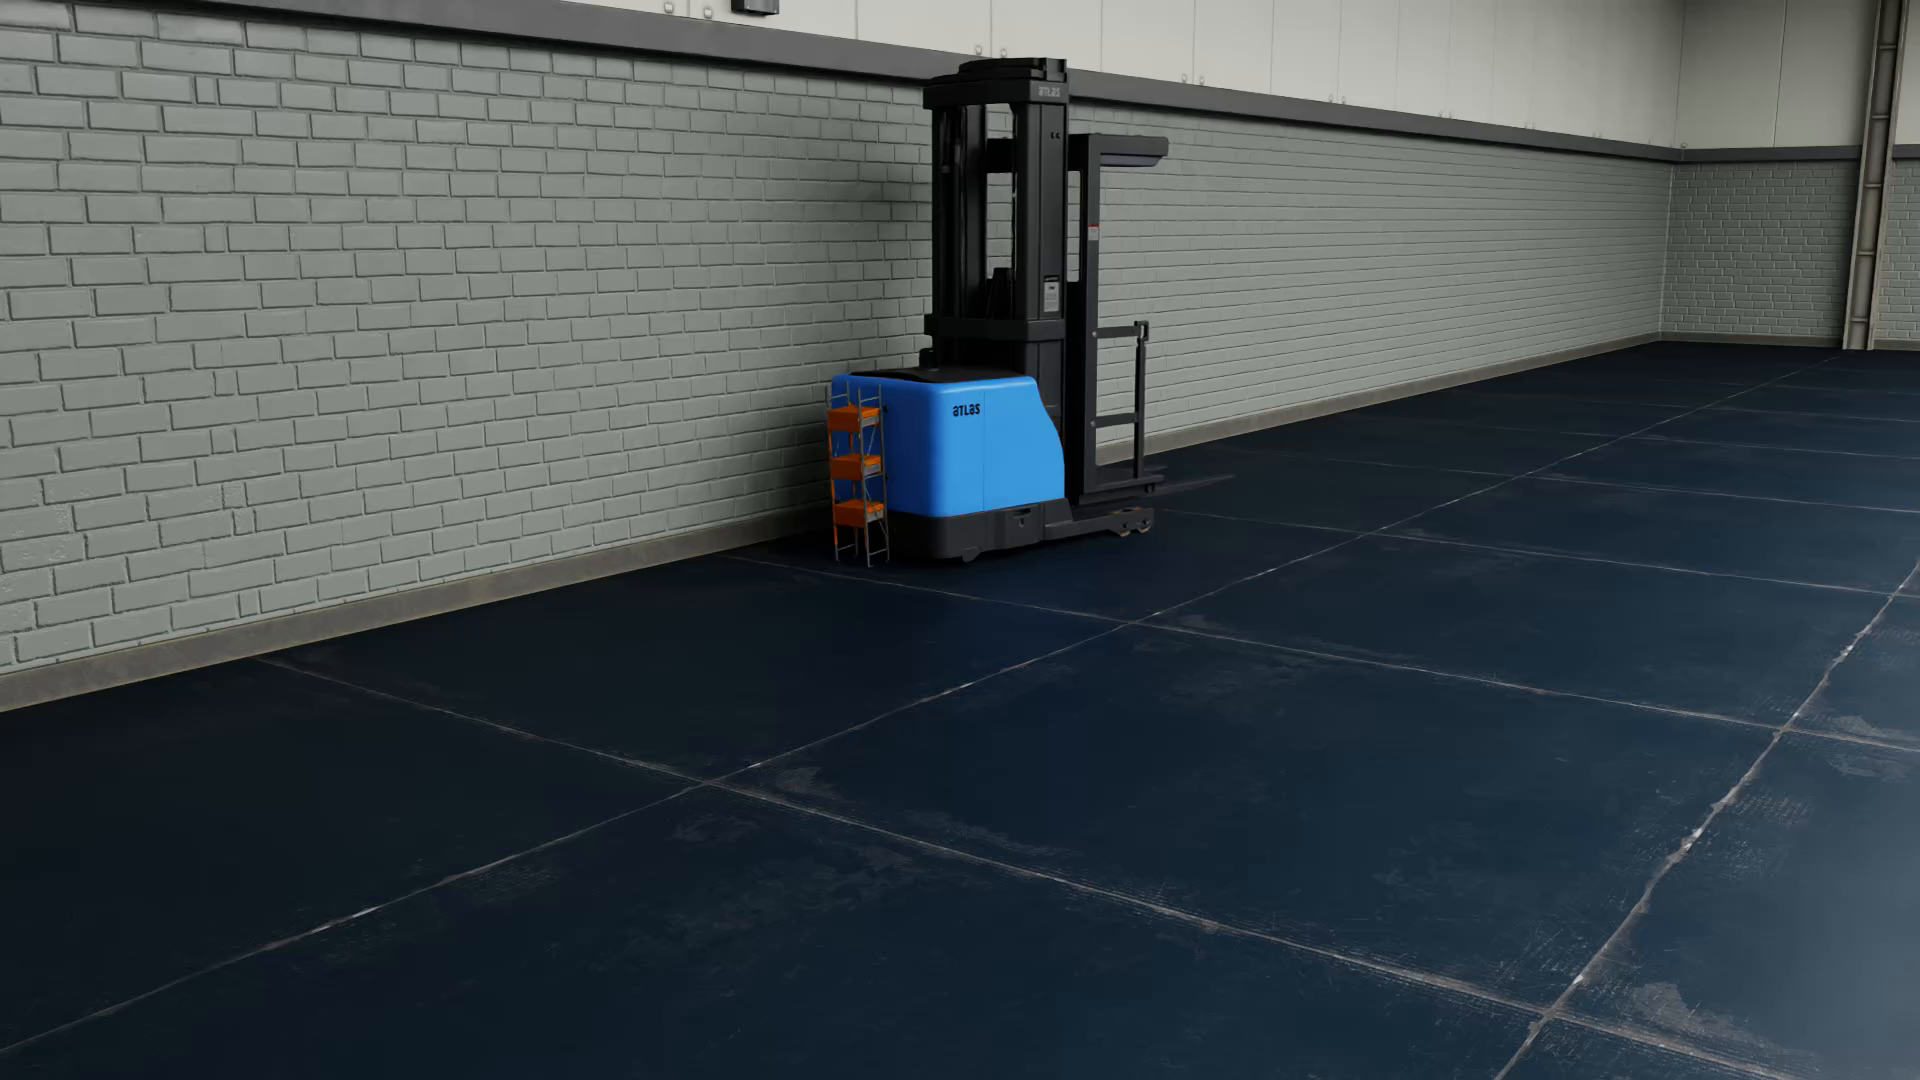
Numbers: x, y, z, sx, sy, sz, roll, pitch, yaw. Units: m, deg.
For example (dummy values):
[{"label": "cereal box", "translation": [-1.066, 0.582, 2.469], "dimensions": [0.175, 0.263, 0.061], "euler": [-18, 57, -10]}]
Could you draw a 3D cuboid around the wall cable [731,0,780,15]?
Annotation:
[{"label": "wall cable", "translation": [-0.607, -6.229, 10.083], "dimensions": [0.169, 6.003, 2.305], "euler": [8, 13, 36]}]

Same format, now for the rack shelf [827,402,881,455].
[{"label": "rack shelf", "translation": [-0.608, -0.648, 9.646], "dimensions": [0.240, 0.259, 0.215], "euler": [8, 17, 36]}]

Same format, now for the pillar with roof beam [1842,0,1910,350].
[{"label": "pillar with roof beam", "translation": [11.449, -6.738, 21.664], "dimensions": [0.400, 9.000, 9.100], "euler": [8, 13, 36]}]

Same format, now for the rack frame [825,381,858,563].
[{"label": "rack frame", "translation": [-0.695, -0.398, 9.784], "dimensions": [0.008, 1.050, 0.200], "euler": [8, 17, 36]}]

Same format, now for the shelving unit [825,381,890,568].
[{"label": "shelving unit", "translation": [-0.597, -0.384, 9.712], "dimensions": [0.252, 1.050, 0.215], "euler": [8, 17, 36]}]

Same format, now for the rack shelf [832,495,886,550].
[{"label": "rack shelf", "translation": [-0.586, -0.104, 9.782], "dimensions": [0.240, 0.259, 0.215], "euler": [8, 17, 36]}]

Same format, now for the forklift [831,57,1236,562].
[{"label": "forklift", "translation": [0.618, -1.522, 10.681], "dimensions": [3.031, 2.935, 1.130], "euler": [-10, 15, -43]}]

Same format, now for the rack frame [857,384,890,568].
[{"label": "rack frame", "translation": [-0.500, -0.370, 9.640], "dimensions": [0.008, 1.050, 0.200], "euler": [8, 17, 36]}]

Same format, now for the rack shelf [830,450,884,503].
[{"label": "rack shelf", "translation": [-0.597, -0.373, 9.715], "dimensions": [0.240, 0.259, 0.215], "euler": [8, 17, 36]}]
